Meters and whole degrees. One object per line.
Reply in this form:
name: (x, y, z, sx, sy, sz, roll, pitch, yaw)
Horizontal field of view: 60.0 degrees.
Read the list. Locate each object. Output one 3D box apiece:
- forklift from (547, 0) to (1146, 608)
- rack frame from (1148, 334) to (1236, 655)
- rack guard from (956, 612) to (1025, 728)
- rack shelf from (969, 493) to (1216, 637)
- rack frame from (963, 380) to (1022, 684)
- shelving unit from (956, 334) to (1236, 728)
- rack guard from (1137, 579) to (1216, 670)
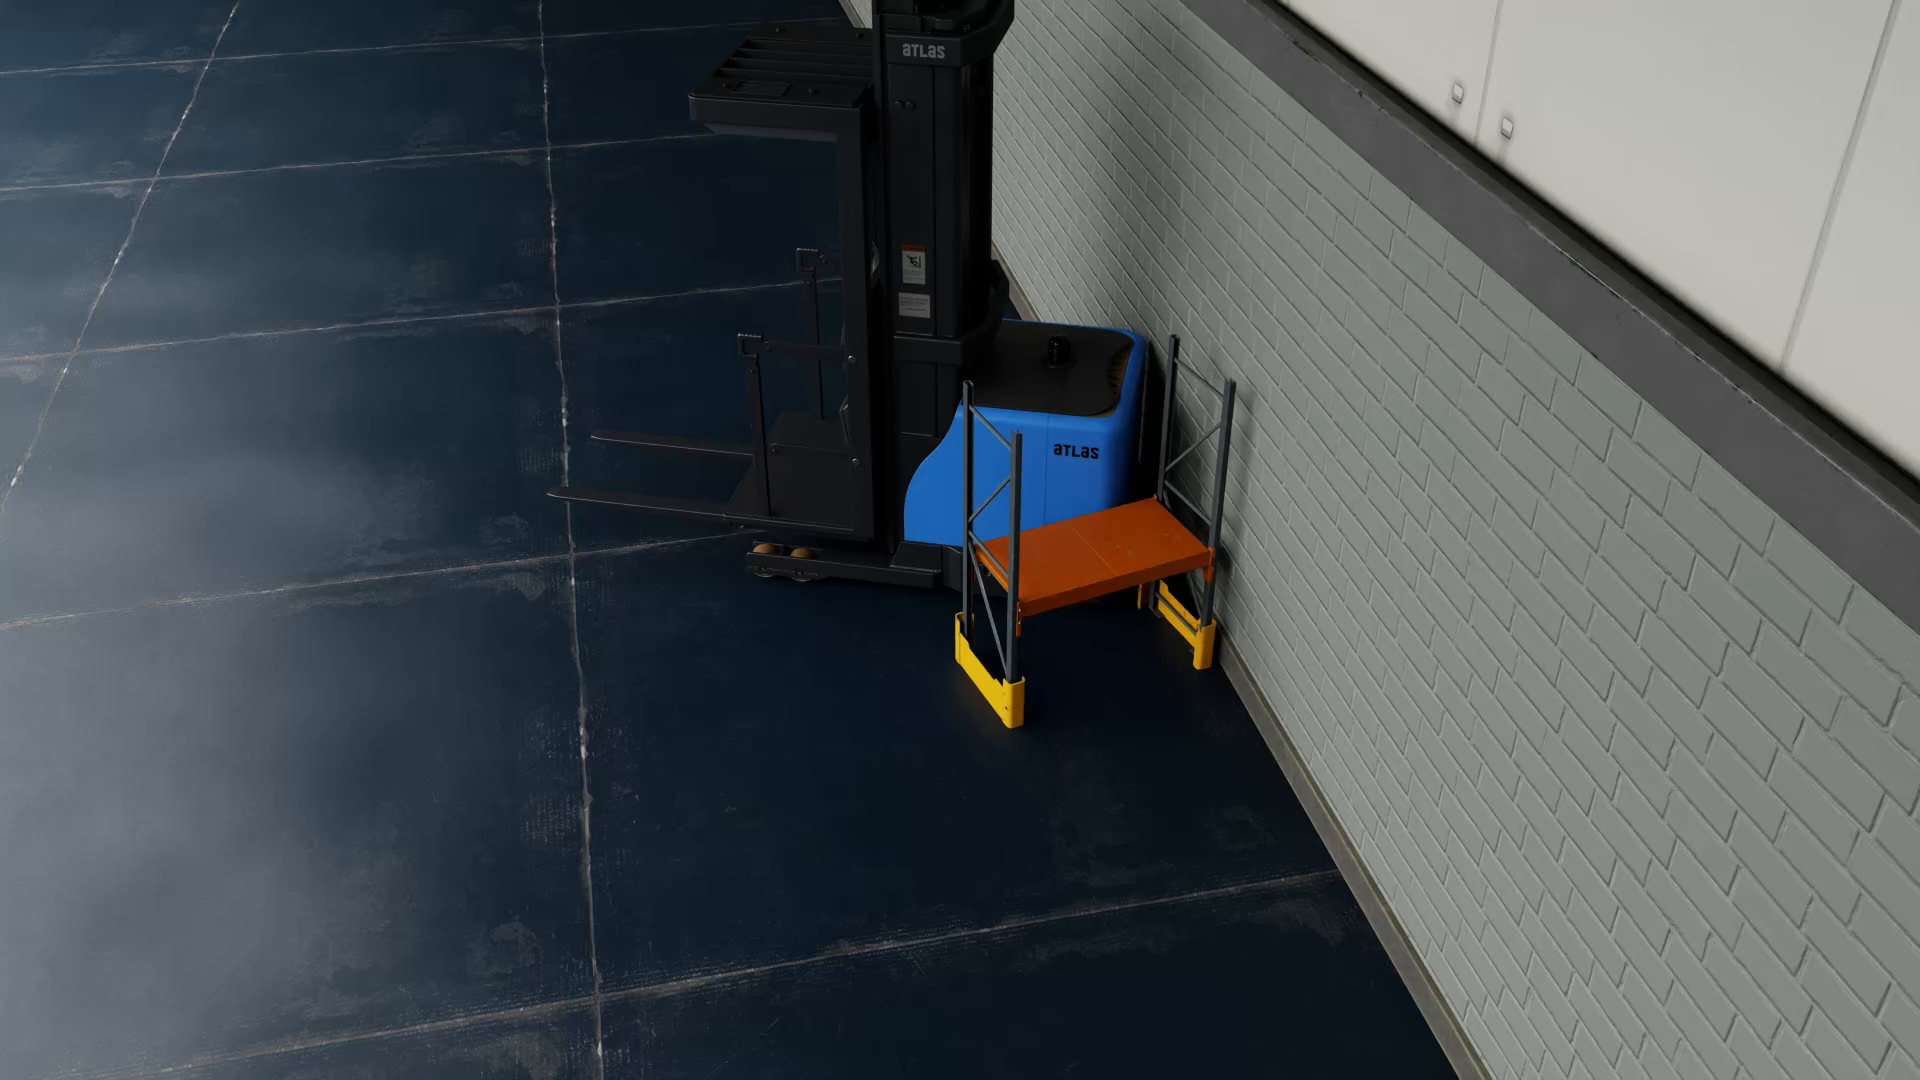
forklift: (-0.616, -1.287, 8.037, 3.031, 2.935, 1.130, 6, 34, 9)
rack frame: (1.053, -0.169, 7.655, 0.032, 1.500, 0.500, -15, 37, -21)
rack guard: (0.134, 0.590, 7.646, 0.087, 0.250, 0.587, -15, 37, -21)
rack shelf: (0.593, 0.101, 7.577, 1.000, 0.185, 0.538, -15, 37, -21)
rack frame: (0.133, 0.071, 7.297, 0.032, 1.500, 0.500, -15, 37, -21)
shelving unit: (0.585, -0.046, 7.473, 1.083, 1.500, 0.587, -15, 37, -21)
rack guard: (1.036, 0.355, 7.997, 0.087, 0.250, 0.587, -15, 37, -21)
